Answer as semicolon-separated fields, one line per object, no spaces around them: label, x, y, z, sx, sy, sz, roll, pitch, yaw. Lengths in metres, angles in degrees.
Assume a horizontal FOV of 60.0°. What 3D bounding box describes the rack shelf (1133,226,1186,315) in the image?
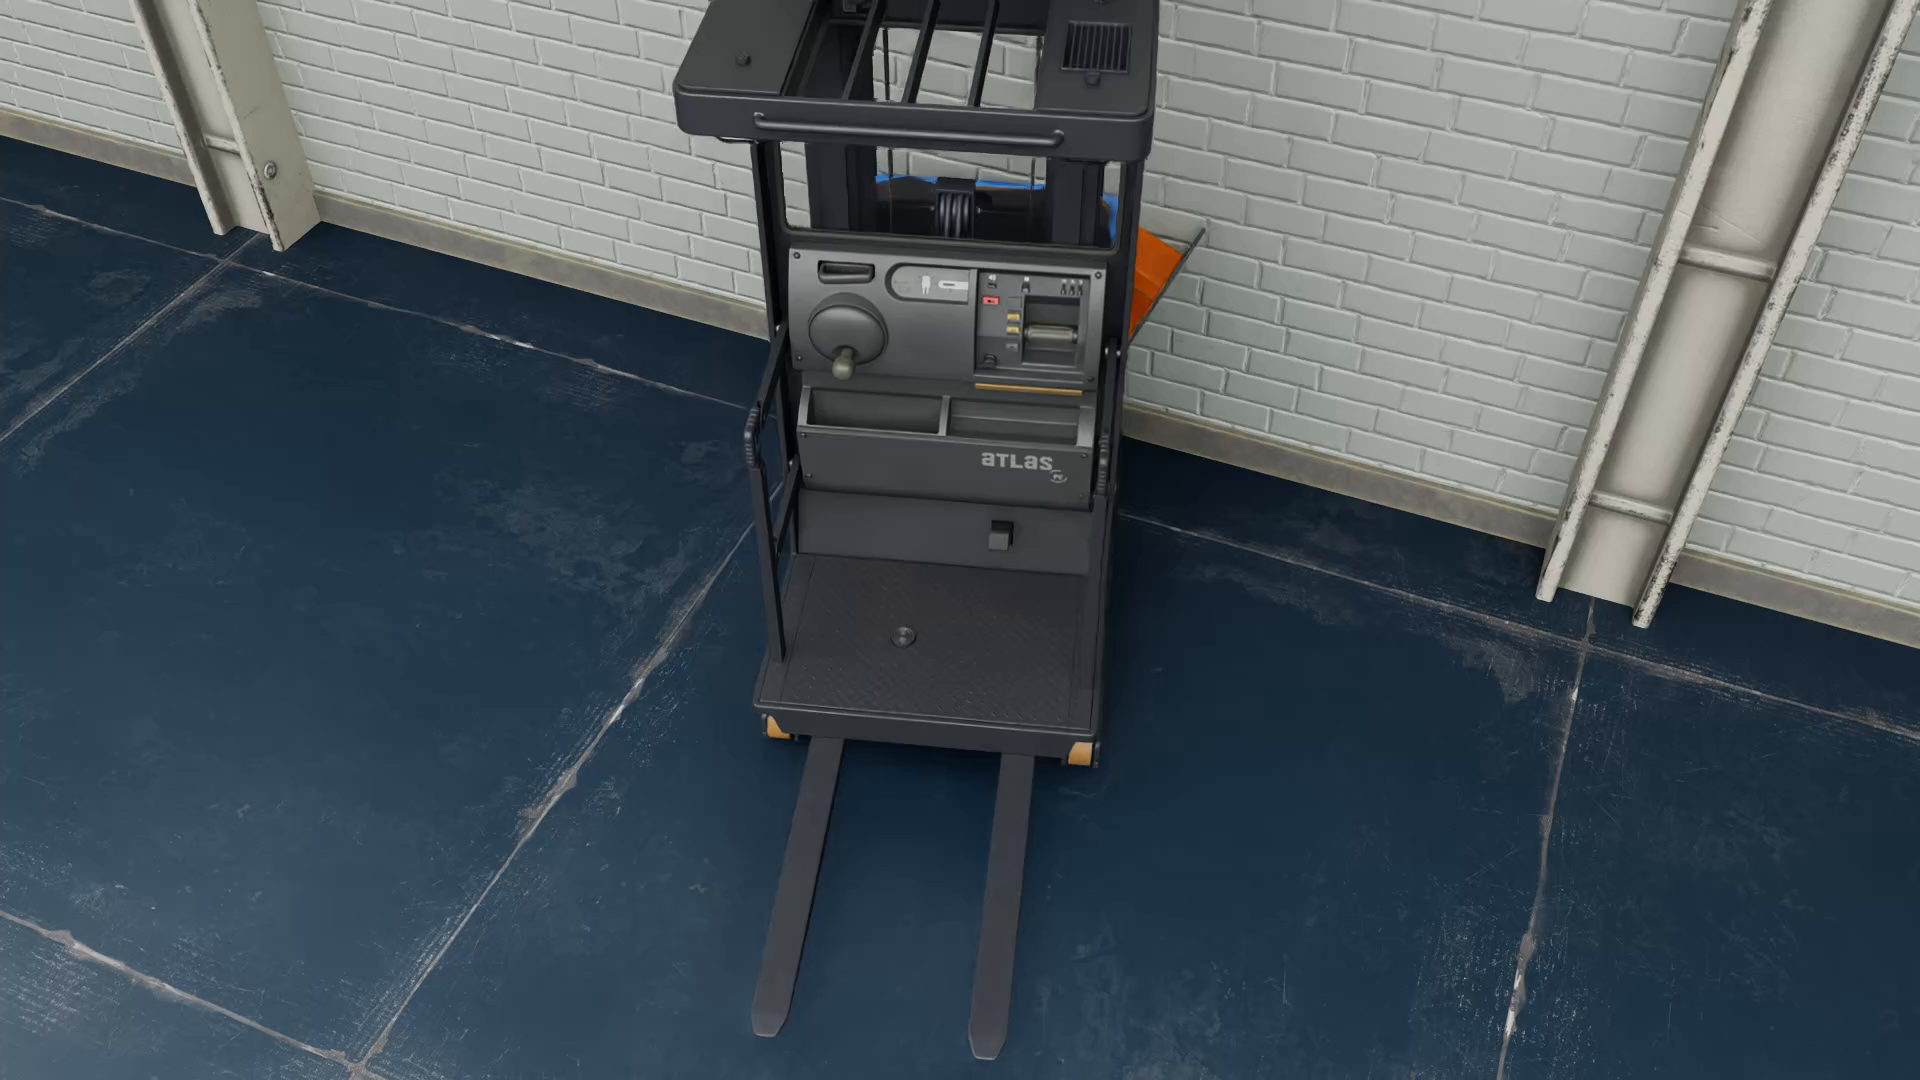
rack shelf;0.538;-1.046;5.954;0.480;0.148;0.258;34;45;1

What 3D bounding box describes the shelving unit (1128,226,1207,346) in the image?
shelving unit;0.390;-0.814;6.235;0.503;1.200;0.258;34;45;1

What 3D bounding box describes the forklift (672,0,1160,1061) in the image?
forklift;-0.064;-0.556;4.731;1.130;2.935;3.031;5;45;5

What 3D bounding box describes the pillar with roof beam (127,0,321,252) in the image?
pillar with roof beam;-4.864;-1.853;1.732;0.400;9.000;9.100;16;47;16

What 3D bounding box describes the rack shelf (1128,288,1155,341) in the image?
rack shelf;0.449;-0.907;6.123;0.480;0.148;0.258;34;45;1

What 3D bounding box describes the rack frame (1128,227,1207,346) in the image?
rack frame;0.593;-0.679;6.230;0.015;1.200;0.240;34;45;1
